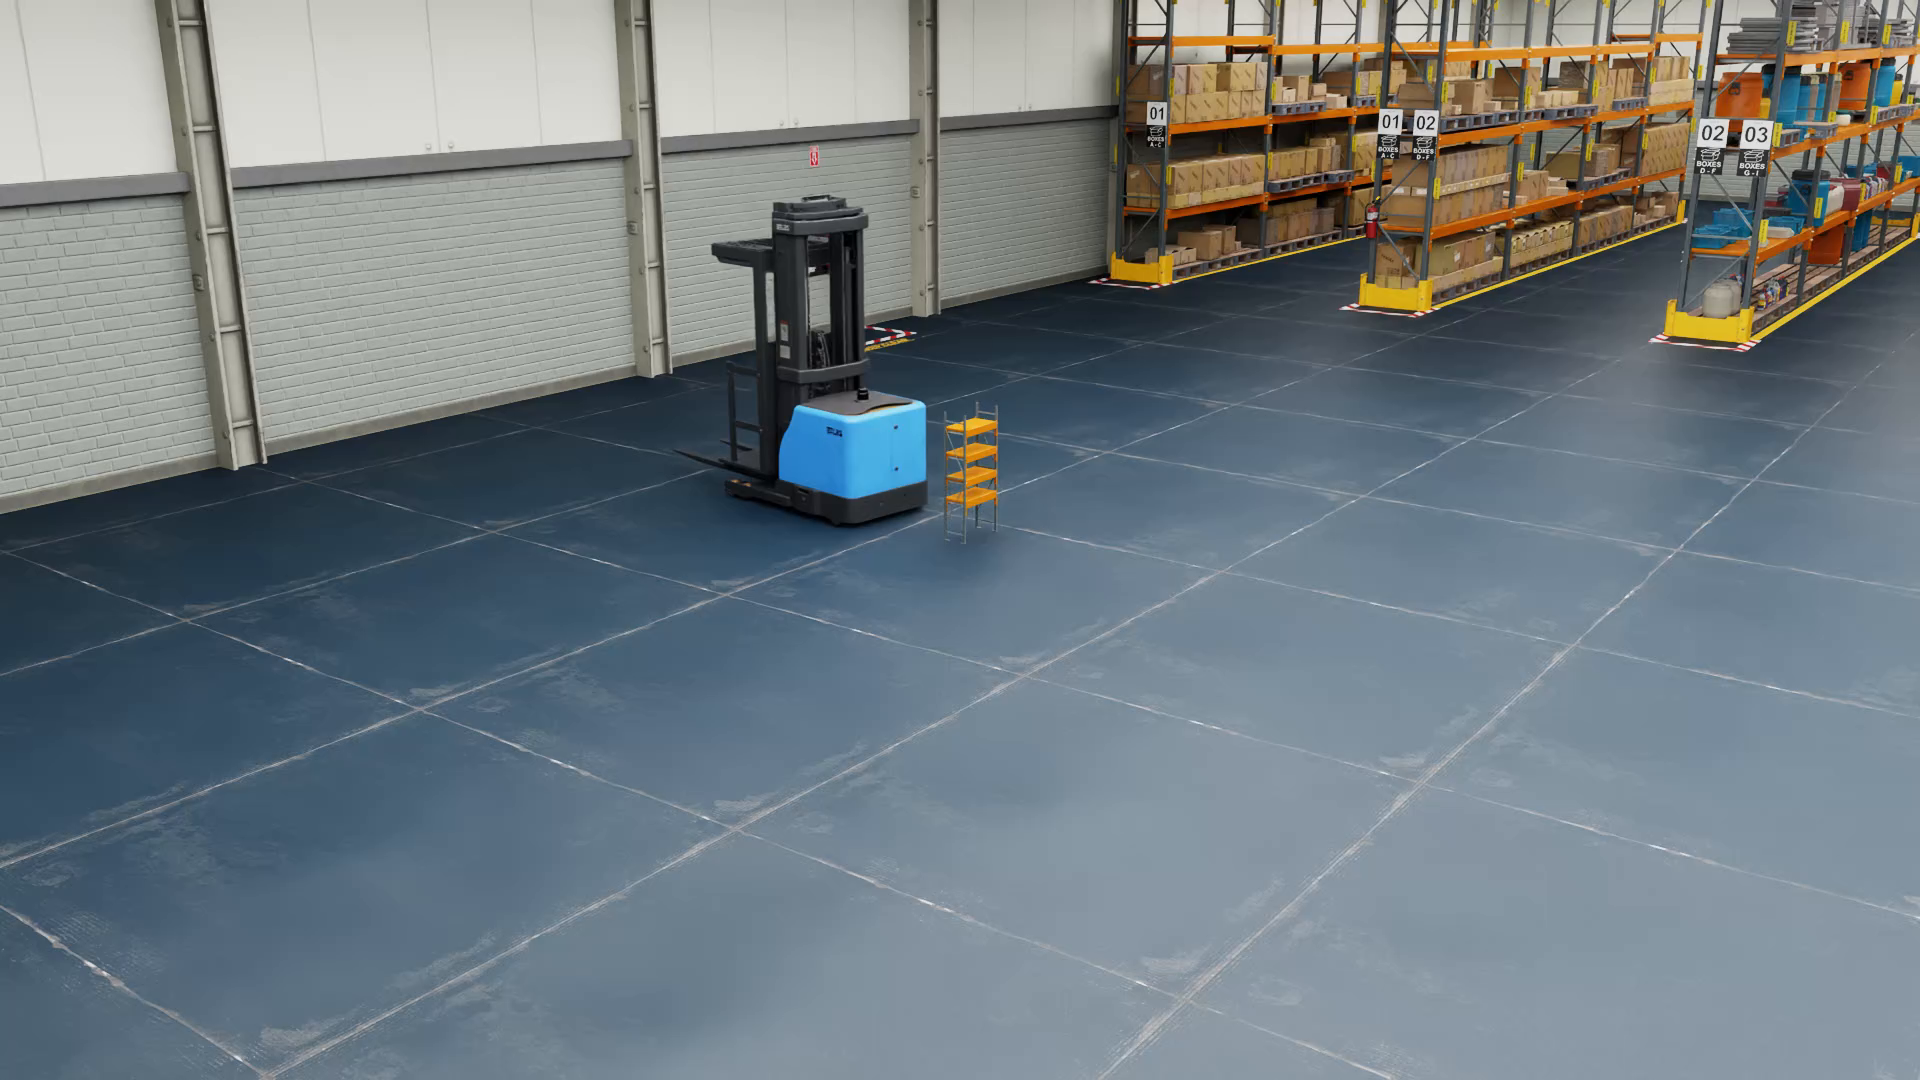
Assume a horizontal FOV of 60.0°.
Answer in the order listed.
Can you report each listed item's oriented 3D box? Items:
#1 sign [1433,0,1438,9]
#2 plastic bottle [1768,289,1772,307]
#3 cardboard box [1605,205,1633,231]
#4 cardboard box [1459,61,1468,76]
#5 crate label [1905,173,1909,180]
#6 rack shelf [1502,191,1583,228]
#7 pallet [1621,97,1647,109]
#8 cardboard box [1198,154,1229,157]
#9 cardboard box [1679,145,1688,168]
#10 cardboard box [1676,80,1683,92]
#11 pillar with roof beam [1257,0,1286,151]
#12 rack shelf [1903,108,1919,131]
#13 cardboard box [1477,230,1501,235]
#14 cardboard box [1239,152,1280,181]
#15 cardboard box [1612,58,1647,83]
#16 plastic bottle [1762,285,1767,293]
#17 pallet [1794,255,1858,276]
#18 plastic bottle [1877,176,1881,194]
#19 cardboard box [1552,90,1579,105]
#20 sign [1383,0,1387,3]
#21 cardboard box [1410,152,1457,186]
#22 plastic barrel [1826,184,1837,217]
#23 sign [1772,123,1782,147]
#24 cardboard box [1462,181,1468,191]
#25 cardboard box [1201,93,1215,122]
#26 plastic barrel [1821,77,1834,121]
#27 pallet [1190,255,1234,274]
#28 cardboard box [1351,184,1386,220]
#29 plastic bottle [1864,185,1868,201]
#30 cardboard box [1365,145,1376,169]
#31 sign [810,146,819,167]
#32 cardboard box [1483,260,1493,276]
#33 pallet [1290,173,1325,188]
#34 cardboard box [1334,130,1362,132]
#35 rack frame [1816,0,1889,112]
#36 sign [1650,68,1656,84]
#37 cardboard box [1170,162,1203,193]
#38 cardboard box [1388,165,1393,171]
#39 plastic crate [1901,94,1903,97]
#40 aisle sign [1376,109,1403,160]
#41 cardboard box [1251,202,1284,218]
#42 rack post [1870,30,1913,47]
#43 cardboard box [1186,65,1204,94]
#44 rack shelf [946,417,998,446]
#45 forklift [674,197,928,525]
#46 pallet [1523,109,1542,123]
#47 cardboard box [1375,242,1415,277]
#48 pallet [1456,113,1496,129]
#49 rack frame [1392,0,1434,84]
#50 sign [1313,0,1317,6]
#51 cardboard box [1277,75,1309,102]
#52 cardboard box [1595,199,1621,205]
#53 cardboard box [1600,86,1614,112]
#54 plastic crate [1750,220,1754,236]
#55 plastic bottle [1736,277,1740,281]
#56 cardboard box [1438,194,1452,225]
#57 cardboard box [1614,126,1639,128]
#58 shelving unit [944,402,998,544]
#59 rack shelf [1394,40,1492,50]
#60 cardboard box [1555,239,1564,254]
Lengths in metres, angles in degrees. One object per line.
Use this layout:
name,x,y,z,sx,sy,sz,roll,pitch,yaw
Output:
sign,10.890,-12.326,38.062,0.100,0.325,0.005,12,21,35
plastic bottle,12.848,-3.851,26.452,0.097,0.271,0.097,0,17,0
cardboard box,14.364,-7.044,36.349,0.500,0.500,0.500,12,21,34
cardboard box,12.003,-11.525,40.359,0.500,0.500,0.500,11,21,32
crate label,20.116,-7.812,35.692,0.396,0.136,0.243,12,21,35
rack shelf,10.853,-6.424,32.090,1.077,0.370,4.000,12,21,35
pallet,13.983,-9.396,35.708,1.213,0.211,1.003,12,21,35
cardboard box,4.922,-7.264,32.537,0.500,0.500,0.500,12,21,34
cardboard box,16.763,-9.042,39.140,0.500,0.500,0.500,13,22,36
cardboard box,16.111,-10.344,37.852,0.500,0.250,0.500,12,21,35
pillar with roof beam,10.052,-10.065,32.489,9.100,9.000,0.400,12,21,35
rack shelf,19.595,-8.885,34.960,1.077,0.370,4.000,12,21,35
cardboard box,9.977,-5.718,31.588,0.500,0.311,0.500,13,22,36
cardboard box,6.011,-7.538,33.556,0.700,0.500,0.500,12,21,35
cardboard box,14.687,-10.276,36.372,0.700,0.500,0.500,12,21,35
plastic bottle,12.992,-3.981,26.850,0.061,0.283,0.133,12,21,35
pallet,16.457,-5.231,31.738,1.003,0.211,1.213,12,21,35
plastic bottle,18.119,-7.020,32.880,0.144,0.351,0.185,12,21,35
cardboard box,11.819,-8.687,32.652,0.500,0.250,0.500,11,20,31
sign,6.851,-8.786,26.661,0.100,0.325,0.005,12,21,35
cardboard box,7.907,-6.253,27.972,0.700,0.500,0.500,12,21,33
plastic barrel,15.078,-5.946,29.111,0.433,0.535,0.433,0,17,0
sign,11.693,-5.800,23.798,0.100,0.325,0.005,12,21,35
cardboard box,8.450,-6.058,28.438,0.380,0.149,0.250,12,21,34
cardboard box,4.352,-7.984,30.641,0.500,0.500,0.500,14,22,37
plastic barrel,14.967,-7.692,29.179,0.600,0.830,0.708,12,21,35
pallet,4.582,-5.375,32.204,1.003,0.211,1.213,12,21,35
cardboard box,9.135,-7.651,37.747,0.750,0.750,0.750,12,21,34
plastic bottle,17.263,-6.625,31.721,0.061,0.283,0.133,12,21,35
cardboard box,8.878,-8.511,36.895,0.500,0.500,0.500,13,22,36
sign,-2.143,-5.644,24.458,0.001,0.298,0.199,12,21,35
cardboard box,9.255,-4.912,29.937,0.500,0.250,0.500,12,21,35
pallet,6.917,-7.548,34.820,1.003,0.211,1.213,12,21,35
cardboard box,8.746,-9.074,37.442,0.500,0.250,0.500,12,21,33
rack frame,16.020,-9.232,29.806,1.000,3.000,0.127,12,21,35
sign,14.876,-9.966,35.692,0.100,0.325,0.005,12,21,35
cardboard box,4.126,-6.685,30.674,0.500,0.500,0.500,12,21,35
cardboard box,9.681,-8.535,38.066,0.380,0.149,0.250,12,21,33
plastic crate,20.334,-9.600,36.269,0.497,0.269,0.590,12,21,35
aisle sign,7.003,-6.616,27.113,0.394,0.787,0.004,12,21,35
cardboard box,6.365,-6.823,34.373,0.500,0.250,0.500,12,21,34
rack post,17.300,-9.442,31.323,0.937,0.300,0.954,15,23,40
cardboard box,4.061,-8.339,30.100,0.500,0.500,0.500,12,21,34
rack shelf,0.099,-0.988,15.082,0.258,0.148,0.480,12,21,35
forklift,-1.715,-1.897,16.415,3.031,2.935,1.130,16,24,42
pallet,10.176,-7.844,30.717,0.805,0.209,1.217,11,21,33
cardboard box,7.358,-4.764,28.196,0.500,0.500,0.500,12,21,35
pallet,8.446,-7.184,28.417,1.003,0.211,1.213,12,21,35
rack frame,10.447,-11.936,38.511,1.000,3.000,0.127,12,21,35
sign,7.616,-11.602,35.595,0.100,0.325,0.005,12,21,35
cardboard box,6.805,-9.256,34.063,0.500,0.500,0.500,12,21,33
cardboard box,14.539,-7.398,37.489,0.500,0.500,0.500,12,21,35
cardboard box,12.891,-9.079,34.201,0.910,0.500,0.500,12,21,35
plastic crate,12.601,-5.040,26.779,0.450,0.188,0.662,12,21,35
plastic bottle,12.924,-4.244,27.708,0.152,0.276,0.135,13,22,37
cardboard box,7.875,-5.621,28.123,0.700,0.500,0.500,13,22,36
cardboard box,15.125,-9.130,37.738,0.500,0.500,0.500,13,21,35
shelving unit,0.099,-0.612,15.199,0.258,1.200,0.503,12,21,35
rack shelf,11.639,-11.877,40.211,1.077,0.370,4.000,12,21,35
cardboard box,11.623,-5.839,32.923,0.500,0.250,0.500,12,21,34
